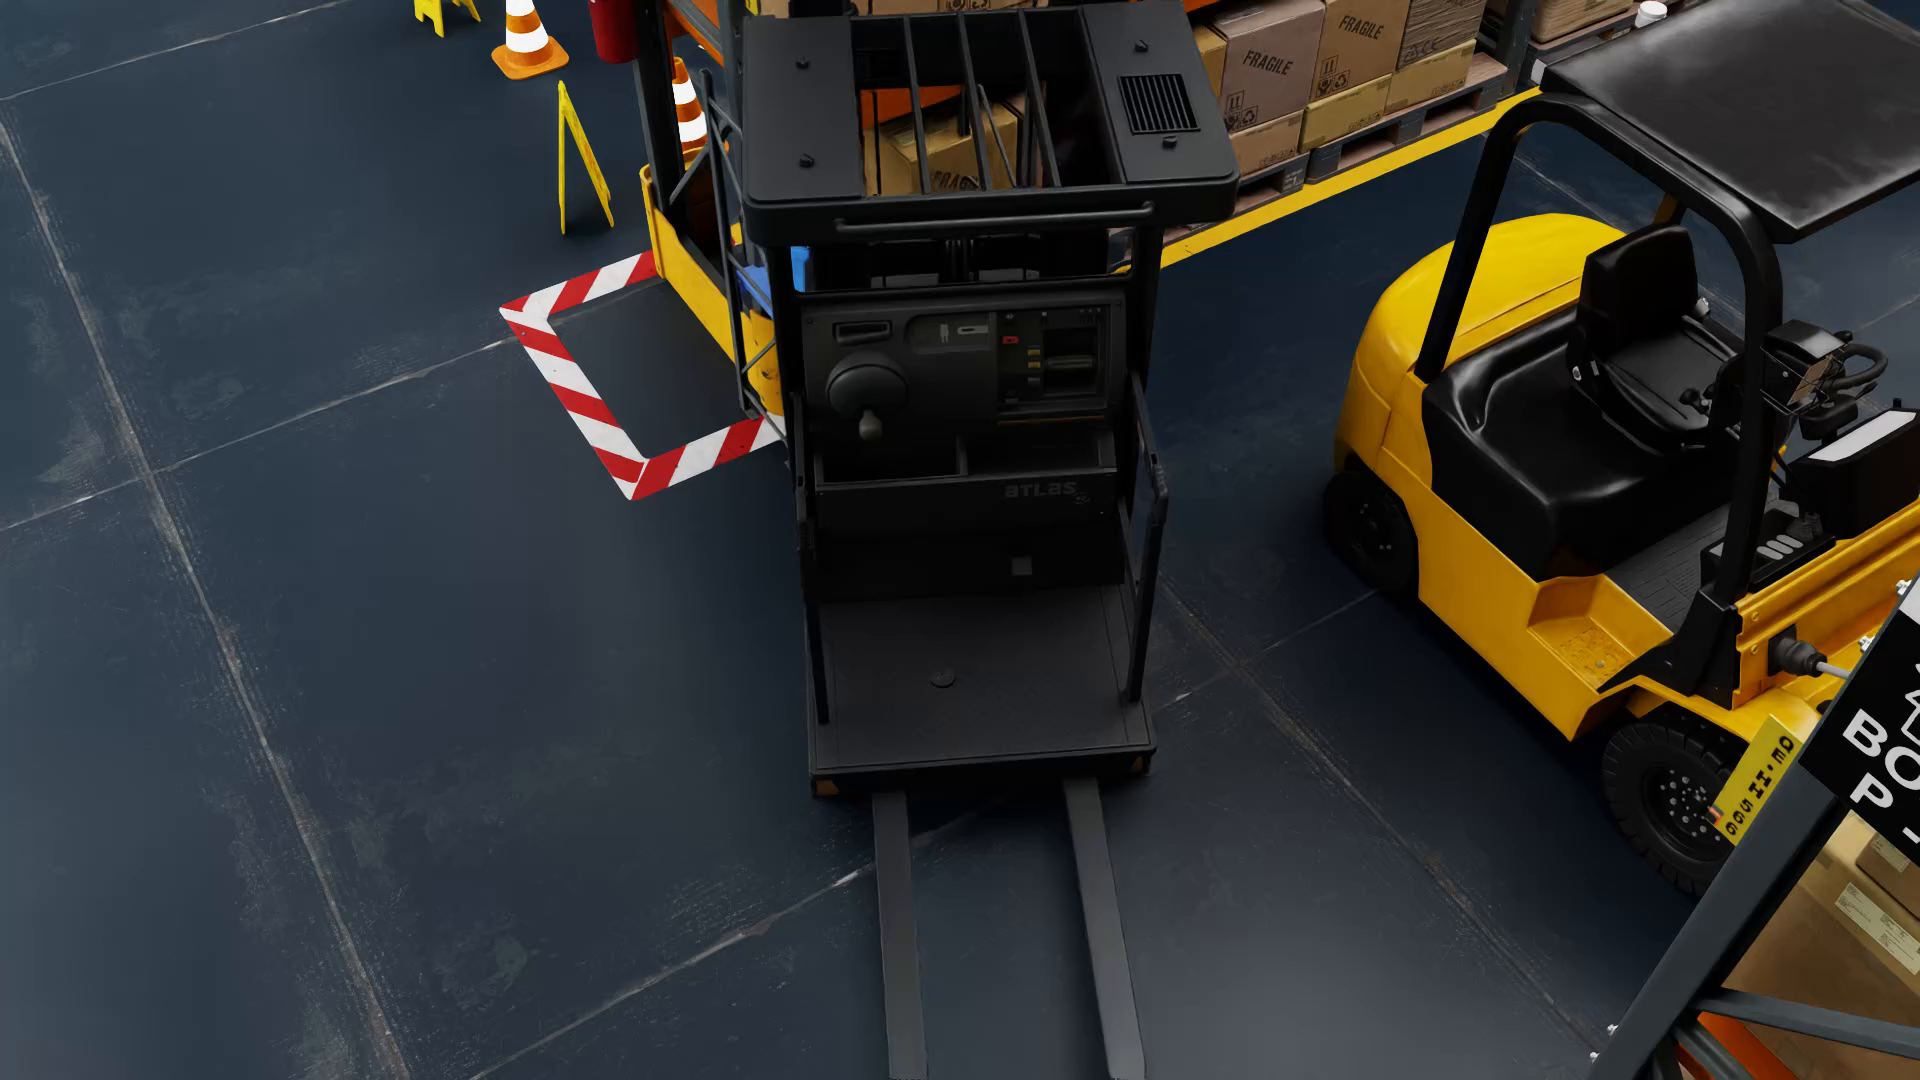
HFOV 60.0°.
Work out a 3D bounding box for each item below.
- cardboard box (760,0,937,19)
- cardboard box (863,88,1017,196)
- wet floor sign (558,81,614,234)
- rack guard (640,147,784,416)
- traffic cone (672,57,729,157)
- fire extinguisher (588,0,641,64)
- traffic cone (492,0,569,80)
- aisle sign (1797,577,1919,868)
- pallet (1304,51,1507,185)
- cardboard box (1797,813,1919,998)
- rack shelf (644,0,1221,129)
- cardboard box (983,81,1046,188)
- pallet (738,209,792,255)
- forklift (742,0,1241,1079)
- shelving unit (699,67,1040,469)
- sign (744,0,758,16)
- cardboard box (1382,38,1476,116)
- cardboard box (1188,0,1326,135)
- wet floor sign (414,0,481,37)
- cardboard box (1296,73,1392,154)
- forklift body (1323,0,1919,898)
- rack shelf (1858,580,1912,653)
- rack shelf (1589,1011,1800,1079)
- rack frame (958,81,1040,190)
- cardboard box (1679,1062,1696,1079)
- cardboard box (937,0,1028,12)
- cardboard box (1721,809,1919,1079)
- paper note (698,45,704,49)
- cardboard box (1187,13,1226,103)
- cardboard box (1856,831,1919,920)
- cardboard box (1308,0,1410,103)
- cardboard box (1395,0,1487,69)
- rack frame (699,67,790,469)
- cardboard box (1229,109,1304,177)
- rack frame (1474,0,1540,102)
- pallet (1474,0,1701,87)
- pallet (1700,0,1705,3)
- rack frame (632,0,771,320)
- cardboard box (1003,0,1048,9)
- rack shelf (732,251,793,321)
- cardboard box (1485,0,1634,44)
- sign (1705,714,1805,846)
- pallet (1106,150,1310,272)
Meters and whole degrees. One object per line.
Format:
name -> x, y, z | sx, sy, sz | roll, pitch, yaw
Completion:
cardboard box -> -0.422, -2.032, 5.785 | 0.500, 0.500, 0.500 | -26, 53, -21
cardboard box -> -0.121, -1.518, 6.651 | 0.500, 0.500, 0.500 | -27, 54, -22
wet floor sign -> -1.703, -1.704, 7.335 | 0.232, 0.644, 0.267 | -9, 49, -8
rack guard -> -0.907, -1.086, 6.882 | 0.348, 0.500, 1.175 | -25, 53, -21
traffic cone -> -1.296, -2.029, 7.747 | 0.334, 0.463, 0.336 | -25, 53, -21
fire extinguisher -> -1.314, -2.106, 6.169 | 0.183, 0.674, 0.296 | -25, 53, -21
traffic cone -> -2.175, -2.595, 8.251 | 0.334, 0.463, 0.336 | -25, 53, -21
aisle sign -> 1.468, 0.223, 2.302 | 0.004, 0.787, 0.394 | -25, 53, -21
pallet -> 1.863, -2.263, 8.124 | 1.213, 0.211, 1.003 | -25, 53, -21
cardboard box -> 1.824, 0.683, 3.132 | 0.250, 0.149, 0.380 | -24, 53, -20
rack shelf -> 0.721, -2.444, 6.900 | 4.000, 0.370, 1.077 | -25, 53, -21
cardboard box -> 0.319, -1.729, 6.839 | 0.500, 0.500, 0.500 | -27, 54, -22
pallet -> -0.201, -1.291, 7.258 | 1.213, 0.211, 1.003 | -25, 53, -21
forklift -> 0.037, -0.402, 4.646 | 1.130, 2.935, 3.031 | -4, 48, -3
shelving unit -> -0.301, -1.099, 6.159 | 1.048, 1.500, 0.538 | -24, 51, -21
sign -> -0.681, -1.832, 5.293 | 0.005, 0.325, 0.100 | -25, 53, -21
cardboard box -> 2.055, -2.300, 7.850 | 0.500, 0.250, 0.500 | -23, 52, -19
cardboard box -> 1.195, -2.142, 7.207 | 0.500, 0.500, 0.500 | -23, 52, -19
wet floor sign -> -2.666, -2.928, 8.425 | 0.232, 0.644, 0.267 | -34, 57, -27
cardboard box -> 1.610, -2.082, 7.656 | 0.500, 0.250, 0.500 | -27, 53, -22
forklift body -> 2.311, -0.379, 5.147 | 1.214, 2.155, 2.313 | -25, 53, -21
rack shelf -> 3.372, -0.308, 2.989 | 4.000, 0.370, 1.077 | -25, 53, -21
rack shelf -> 3.372, 0.689, 4.109 | 4.000, 0.370, 1.077 | -25, 53, -21
rack frame -> 0.133, -1.289, 6.343 | 0.032, 1.500, 0.500 | -24, 51, -21
cardboard box -> 1.904, 1.309, 3.966 | 0.500, 0.250, 0.500 | -24, 52, -20
cardboard box -> 0.014, -2.241, 5.971 | 0.500, 0.500, 0.500 | -24, 52, -20
cardboard box -> 1.957, 0.852, 3.416 | 0.500, 0.500, 0.500 | -26, 53, -22
paper note -> -1.234, -2.533, 8.485 | 0.148, 0.019, 0.142 | 30, 55, 24
cardboard box -> 0.747, -1.924, 7.012 | 0.500, 0.500, 0.500 | -24, 53, -20
cardboard box -> 1.871, 0.623, 2.986 | 0.250, 0.149, 0.380 | -25, 53, -21
cardboard box -> 1.626, -2.346, 7.389 | 0.500, 0.500, 0.500 | -24, 53, -20
cardboard box -> 2.055, -2.550, 7.570 | 0.500, 0.500, 0.500 | -26, 53, -21
rack frame -> -0.735, -0.909, 5.974 | 0.032, 1.500, 0.500 | -24, 51, -21
cardboard box -> 1.178, -1.882, 7.478 | 0.500, 0.250, 0.500 | -24, 53, -20
rack frame -> 2.412, -3.481, 7.341 | 0.127, 3.000, 1.000 | -25, 53, -21
pallet -> 3.070, -2.864, 8.660 | 1.213, 0.211, 1.003 | -25, 53, -21
pallet -> 4.103, -3.354, 9.095 | 1.213, 0.211, 1.003 | -25, 53, -21
rack frame -> -0.971, -1.887, 5.922 | 0.127, 3.000, 1.000 | -25, 53, -21
cardboard box -> 0.140, -2.044, 6.230 | 0.250, 0.149, 0.380 | -24, 53, -20
rack shelf -> -0.301, -0.974, 6.288 | 1.000, 0.185, 0.538 | -24, 51, -21
cardboard box -> 2.854, -2.957, 8.353 | 0.625, 0.372, 0.950 | -25, 53, -20
sign -> 1.403, 0.435, 2.920 | 0.005, 0.325, 0.100 | -25, 53, -21
pallet -> 0.830, -1.774, 7.689 | 1.213, 0.211, 1.003 | -25, 53, -21
